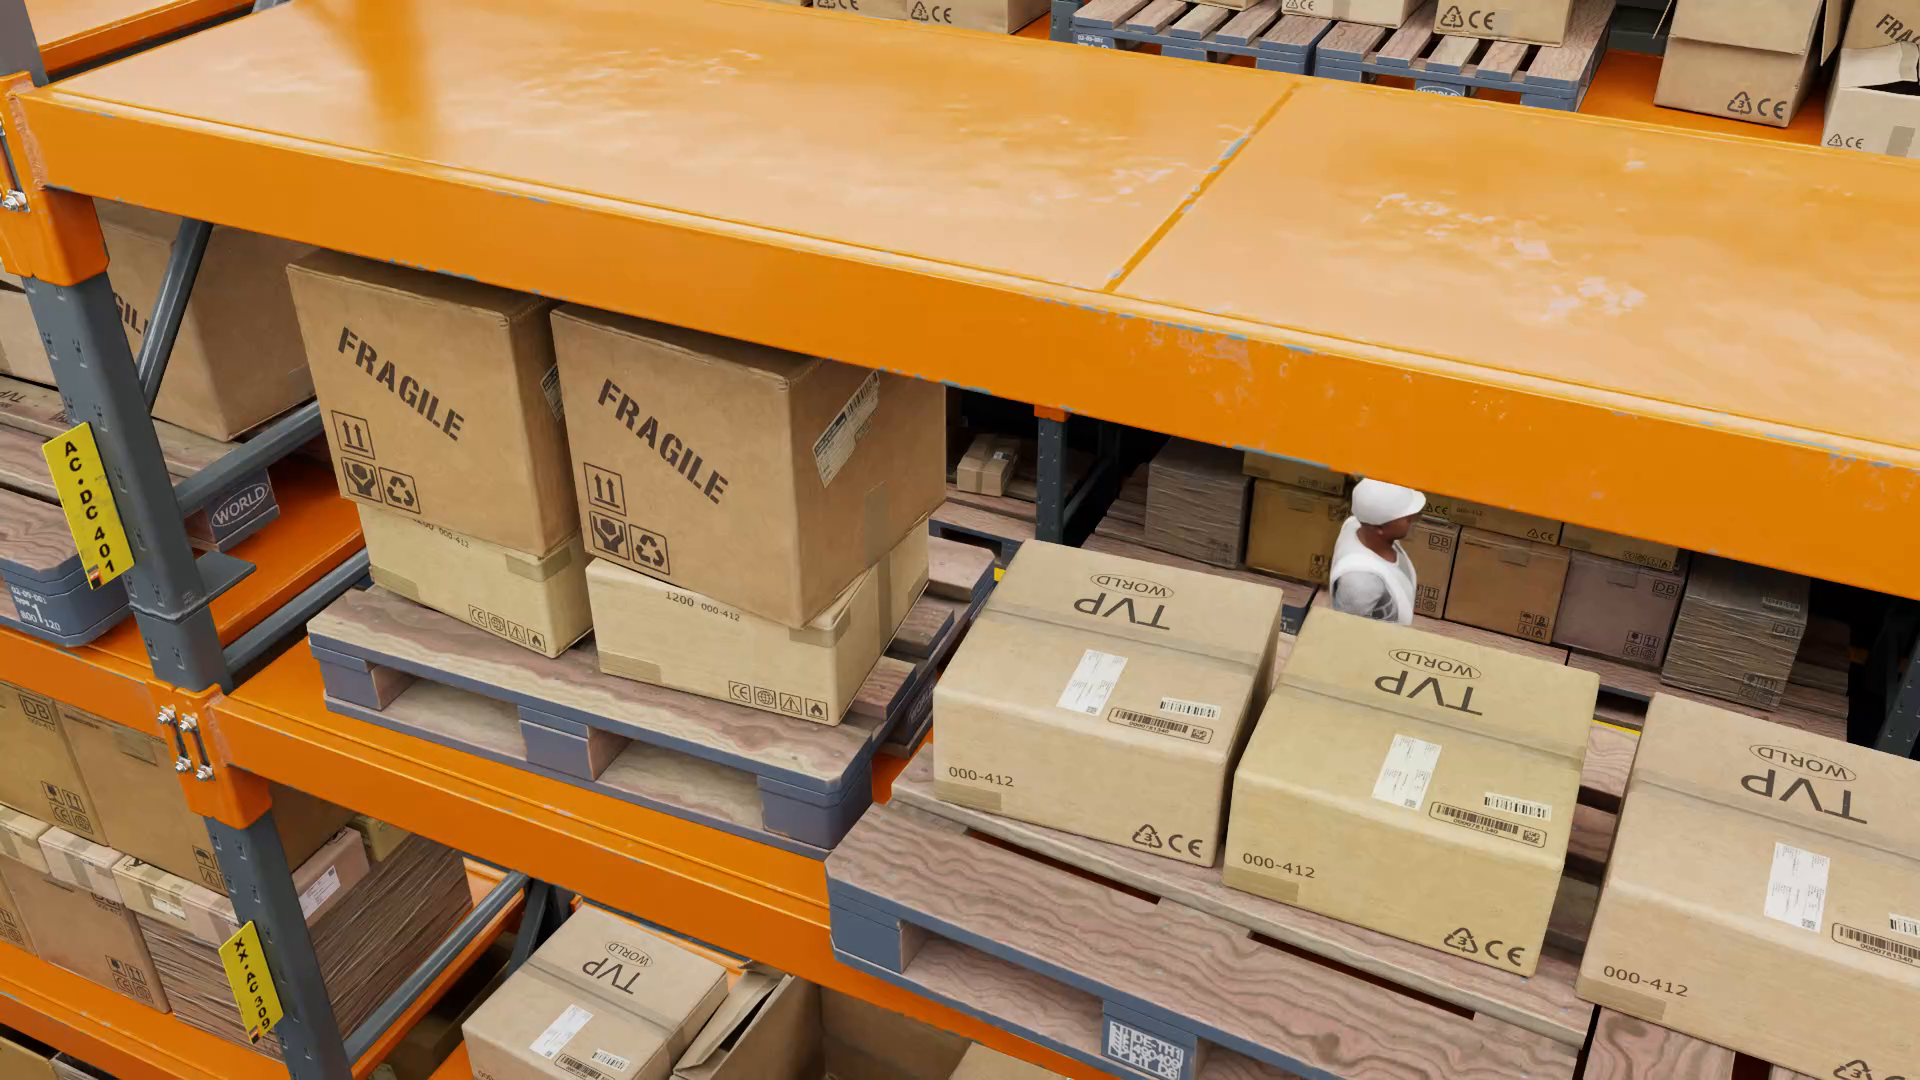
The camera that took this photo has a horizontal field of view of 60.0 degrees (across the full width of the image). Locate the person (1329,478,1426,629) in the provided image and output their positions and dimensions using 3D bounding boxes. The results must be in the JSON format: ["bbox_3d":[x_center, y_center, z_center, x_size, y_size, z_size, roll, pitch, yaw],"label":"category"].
[{"bbox_3d":[1.693,0.526,6.677,0.756,1.818,0.603,6,34,9],"label":"person"}]
